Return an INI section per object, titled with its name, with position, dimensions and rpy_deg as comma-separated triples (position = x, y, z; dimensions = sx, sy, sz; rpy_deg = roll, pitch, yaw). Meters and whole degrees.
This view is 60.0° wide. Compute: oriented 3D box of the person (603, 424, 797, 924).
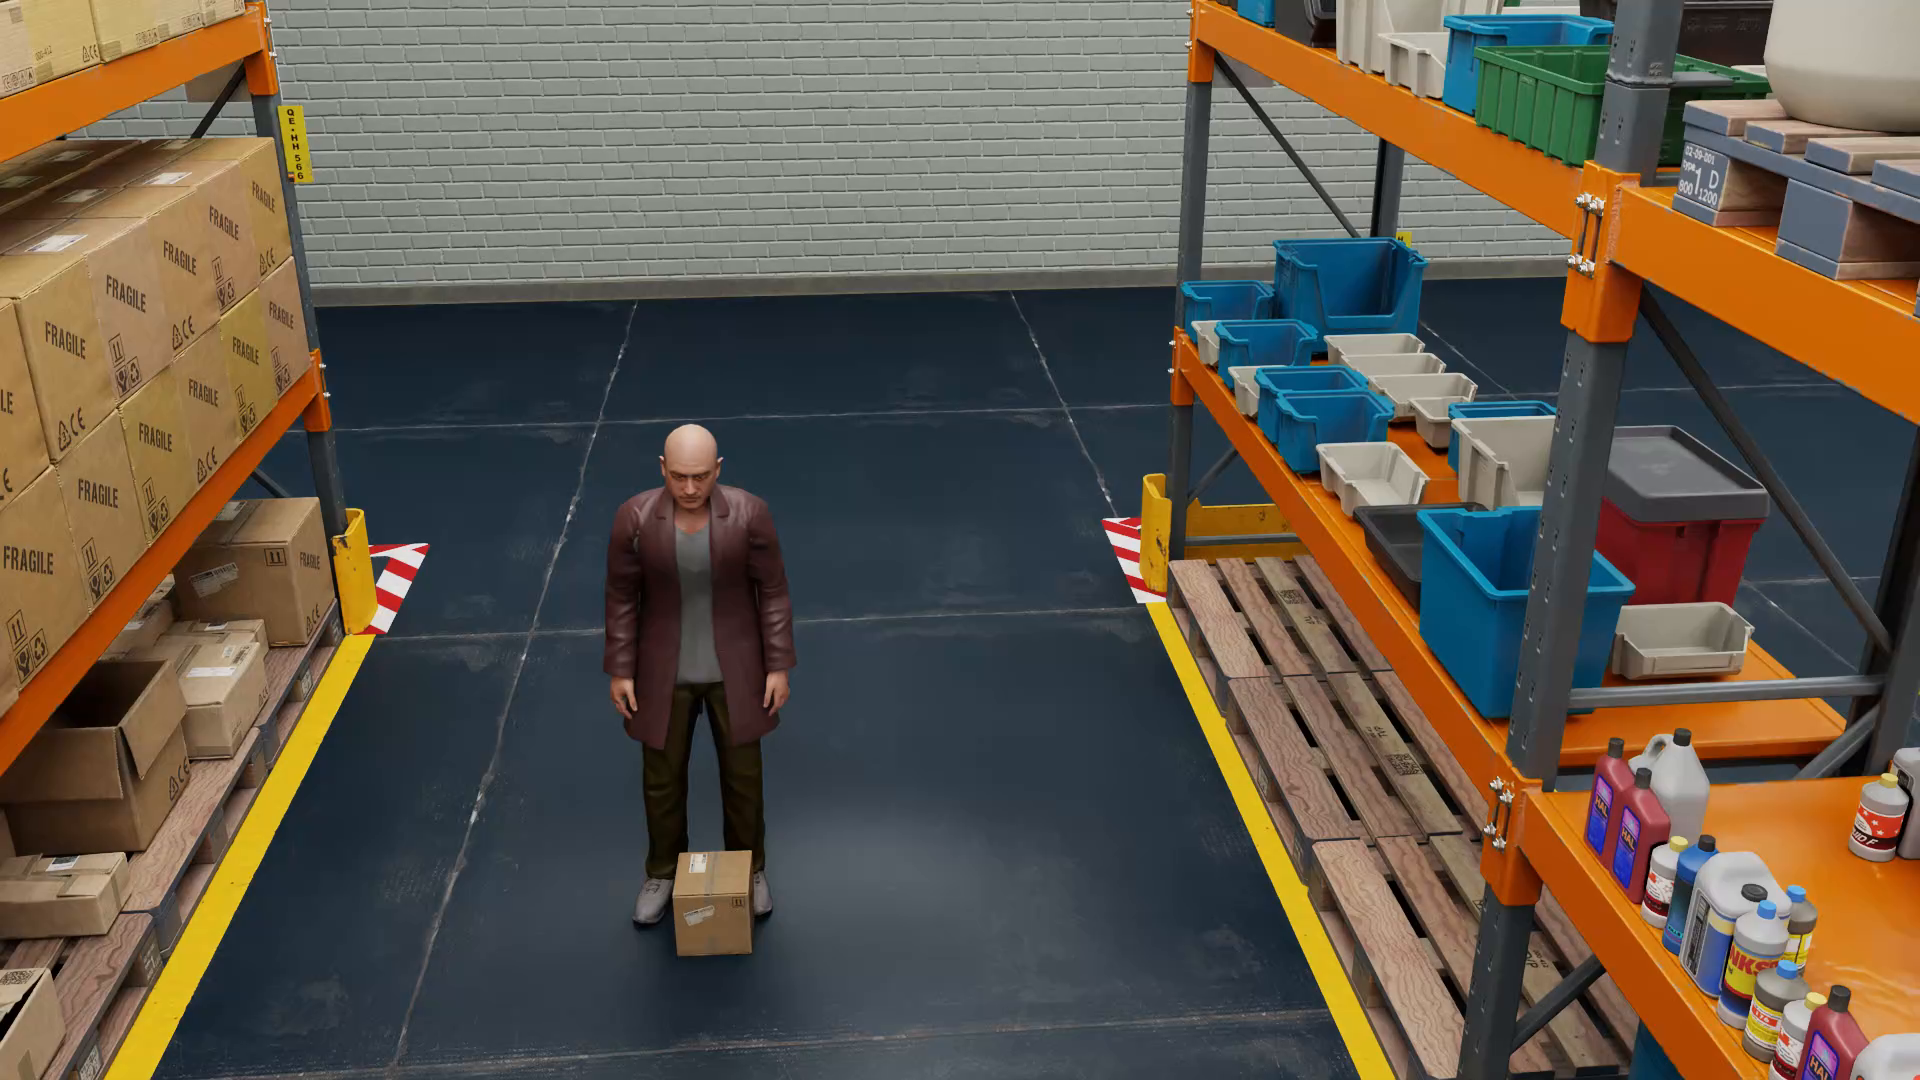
[person]
position = -0.871, 0.442, 5.594
dimensions = 0.644, 1.774, 0.424
rpy_deg = -2, 23, -5
